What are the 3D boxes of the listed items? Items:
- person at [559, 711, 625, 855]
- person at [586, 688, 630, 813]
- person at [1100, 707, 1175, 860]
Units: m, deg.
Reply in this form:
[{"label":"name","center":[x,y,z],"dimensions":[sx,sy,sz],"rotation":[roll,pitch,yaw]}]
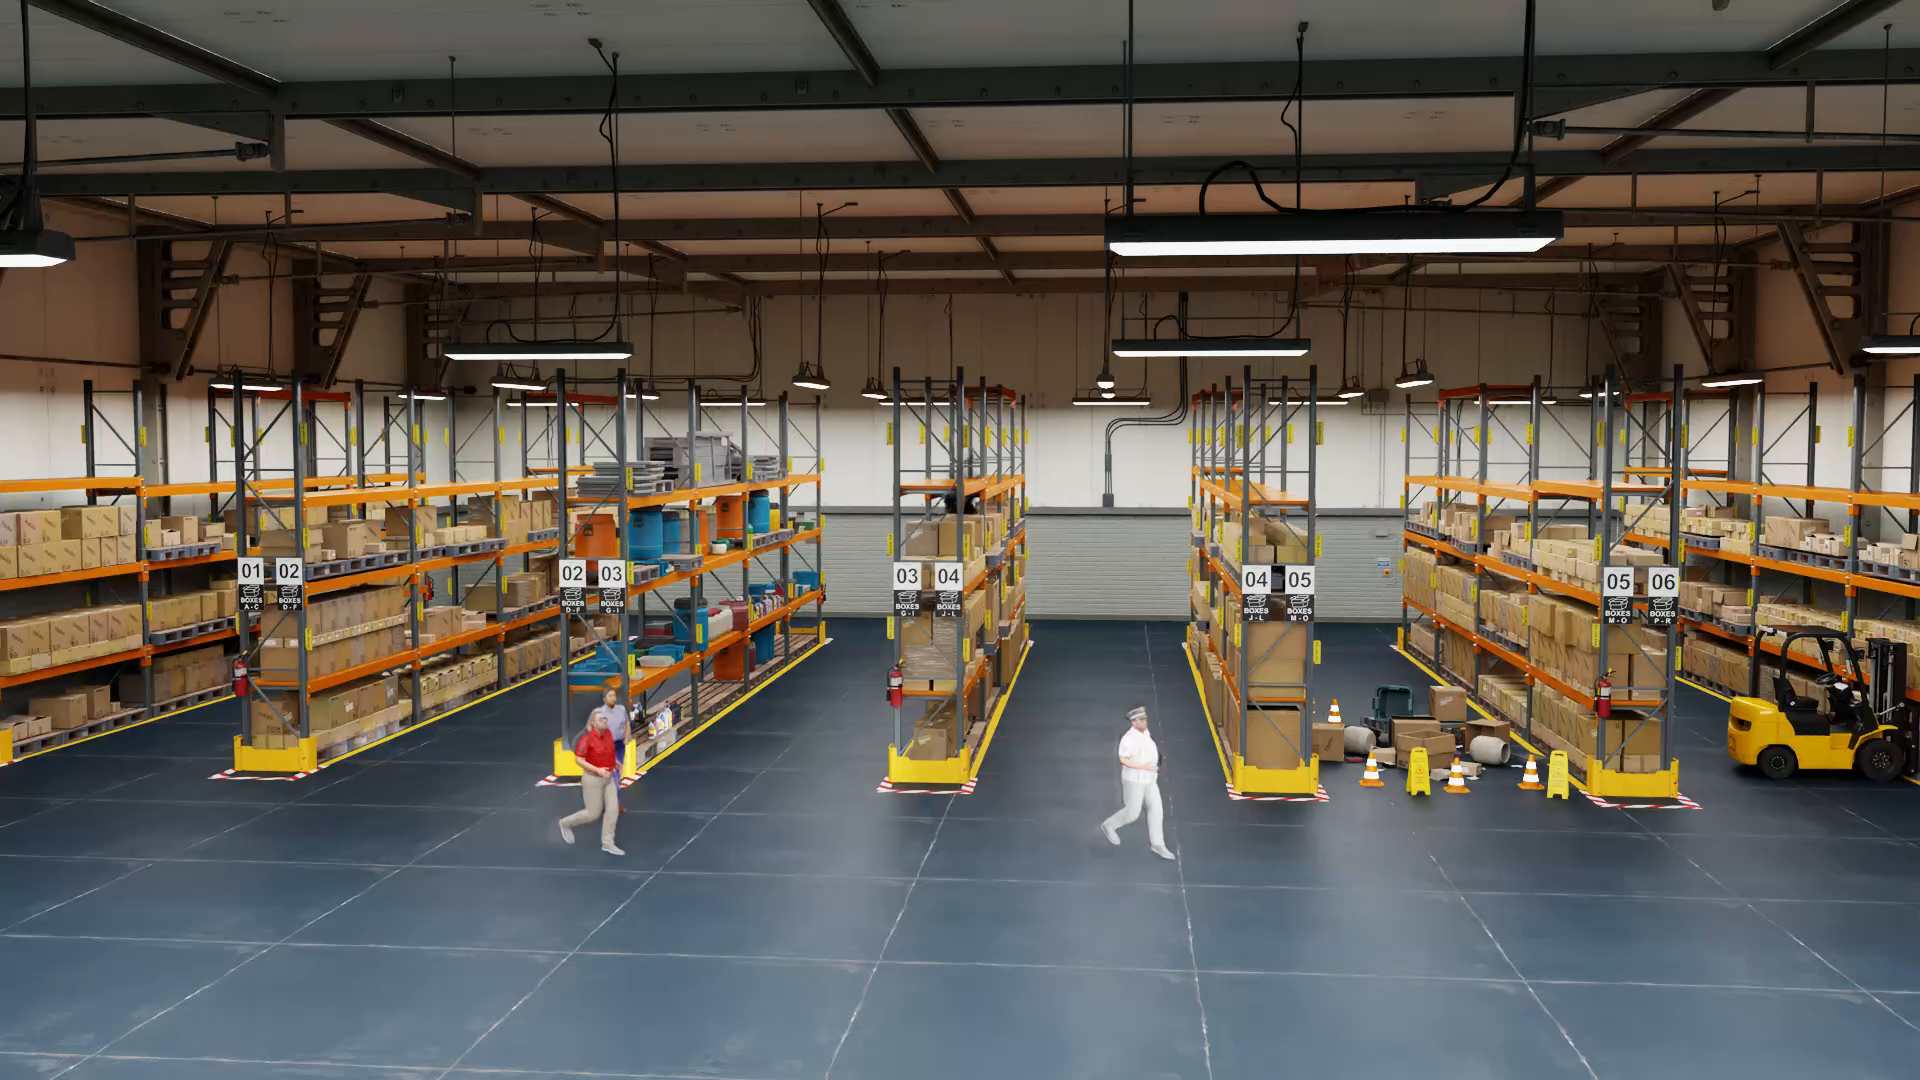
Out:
[{"label":"person","center":[-4.399,2.917,20.073],"dimensions":[0.844,1.727,0.670],"rotation":[2,4,29]},{"label":"person","center":[-4.712,2.788,22.297],"dimensions":[0.583,1.635,0.822],"rotation":[-3,5,-41]},{"label":"person","center":[2.156,2.881,19.915],"dimensions":[0.934,1.794,0.674],"rotation":[3,5,41]}]
